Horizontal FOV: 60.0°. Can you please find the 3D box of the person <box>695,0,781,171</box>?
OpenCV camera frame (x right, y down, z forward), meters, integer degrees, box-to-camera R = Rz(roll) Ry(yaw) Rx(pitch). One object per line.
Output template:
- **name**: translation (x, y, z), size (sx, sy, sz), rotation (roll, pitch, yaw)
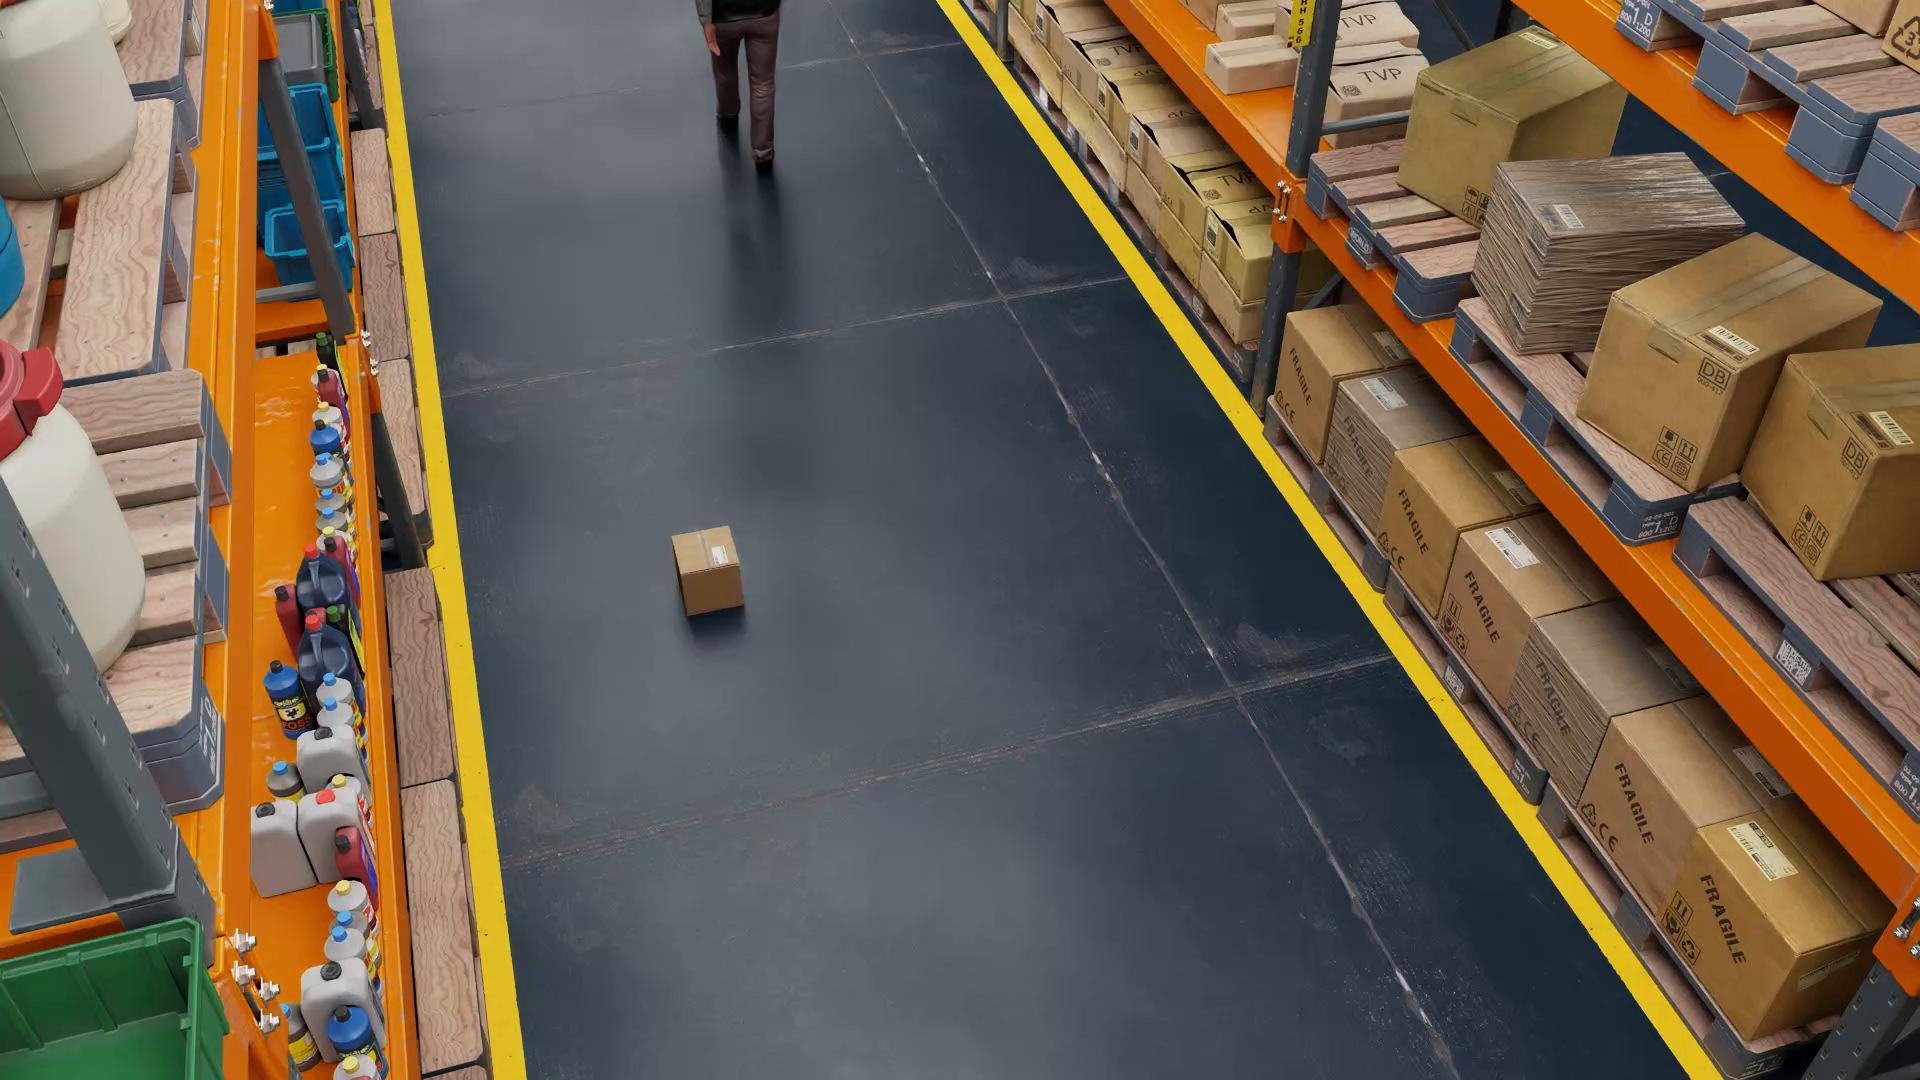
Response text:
- **person**: translation (-1.256, -3.080, 9.583), size (0.538, 1.678, 0.942), rotation (-5, 42, -6)
